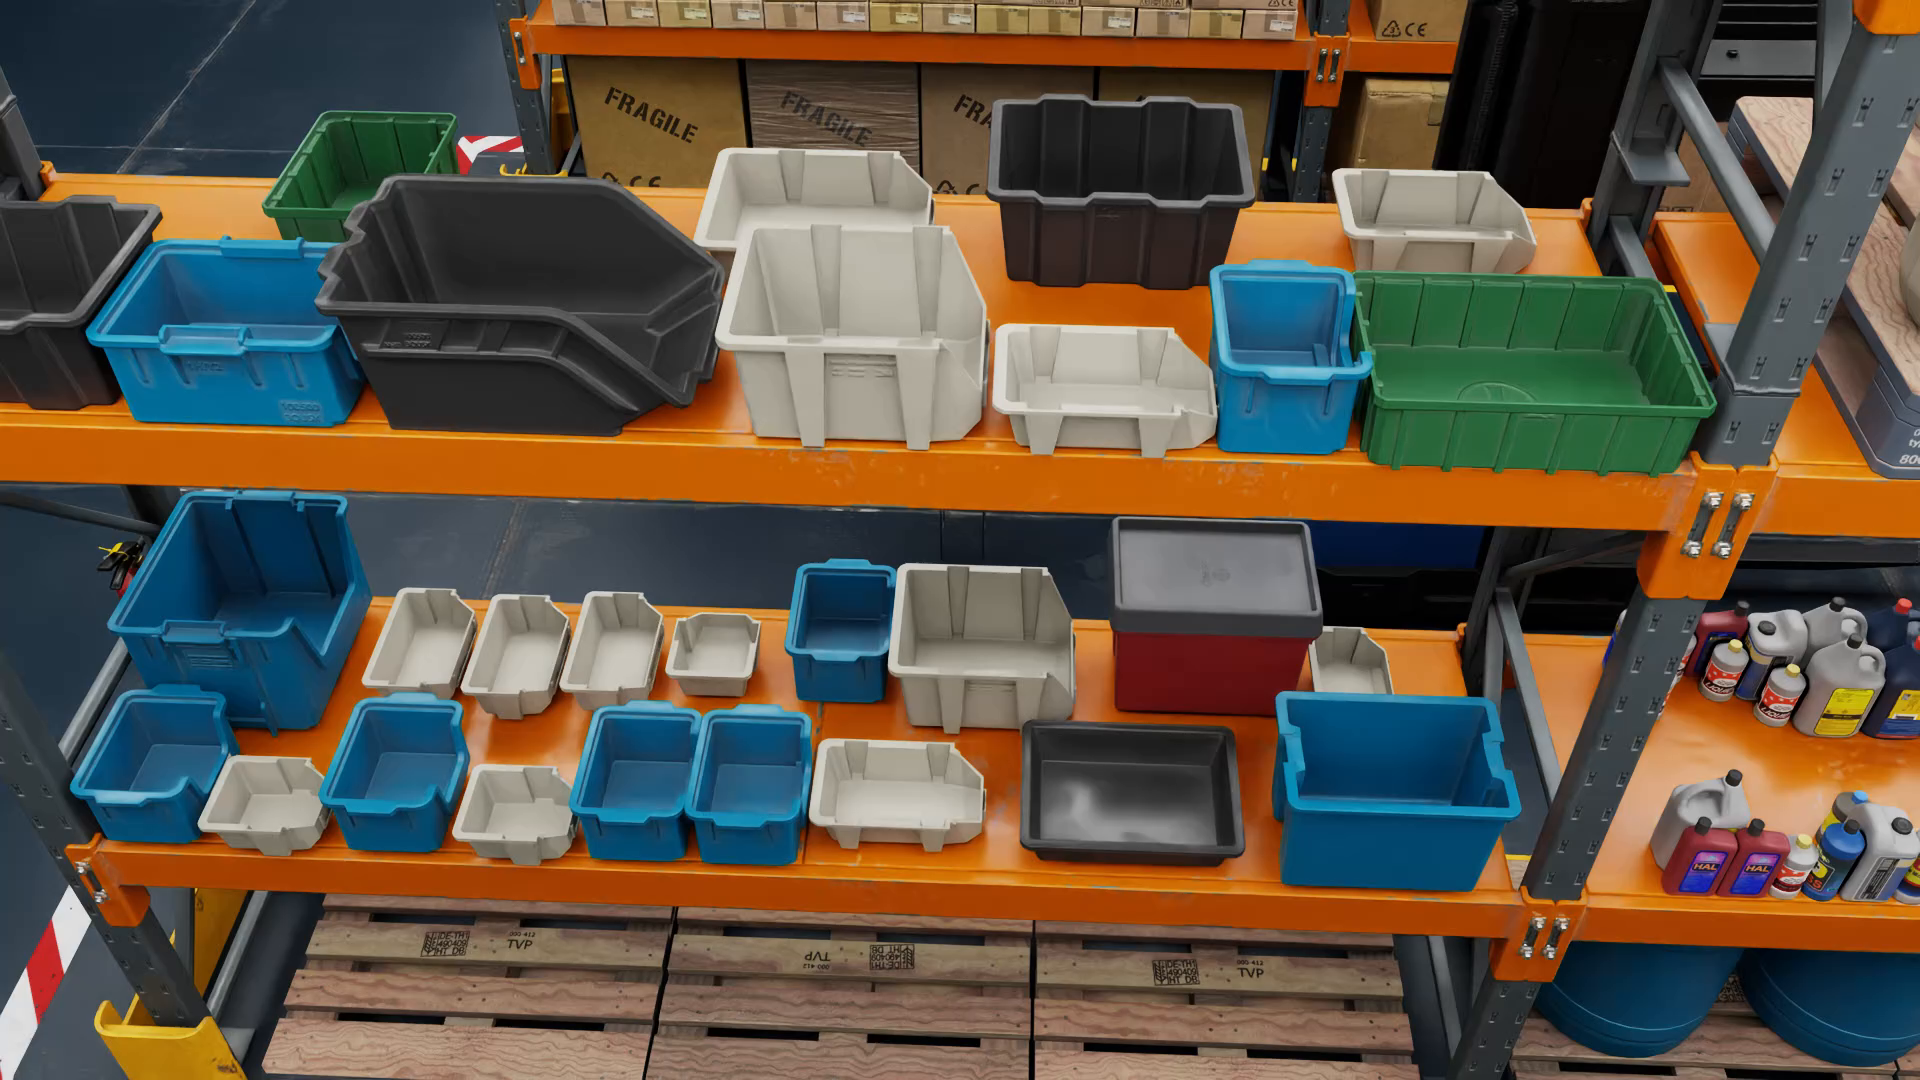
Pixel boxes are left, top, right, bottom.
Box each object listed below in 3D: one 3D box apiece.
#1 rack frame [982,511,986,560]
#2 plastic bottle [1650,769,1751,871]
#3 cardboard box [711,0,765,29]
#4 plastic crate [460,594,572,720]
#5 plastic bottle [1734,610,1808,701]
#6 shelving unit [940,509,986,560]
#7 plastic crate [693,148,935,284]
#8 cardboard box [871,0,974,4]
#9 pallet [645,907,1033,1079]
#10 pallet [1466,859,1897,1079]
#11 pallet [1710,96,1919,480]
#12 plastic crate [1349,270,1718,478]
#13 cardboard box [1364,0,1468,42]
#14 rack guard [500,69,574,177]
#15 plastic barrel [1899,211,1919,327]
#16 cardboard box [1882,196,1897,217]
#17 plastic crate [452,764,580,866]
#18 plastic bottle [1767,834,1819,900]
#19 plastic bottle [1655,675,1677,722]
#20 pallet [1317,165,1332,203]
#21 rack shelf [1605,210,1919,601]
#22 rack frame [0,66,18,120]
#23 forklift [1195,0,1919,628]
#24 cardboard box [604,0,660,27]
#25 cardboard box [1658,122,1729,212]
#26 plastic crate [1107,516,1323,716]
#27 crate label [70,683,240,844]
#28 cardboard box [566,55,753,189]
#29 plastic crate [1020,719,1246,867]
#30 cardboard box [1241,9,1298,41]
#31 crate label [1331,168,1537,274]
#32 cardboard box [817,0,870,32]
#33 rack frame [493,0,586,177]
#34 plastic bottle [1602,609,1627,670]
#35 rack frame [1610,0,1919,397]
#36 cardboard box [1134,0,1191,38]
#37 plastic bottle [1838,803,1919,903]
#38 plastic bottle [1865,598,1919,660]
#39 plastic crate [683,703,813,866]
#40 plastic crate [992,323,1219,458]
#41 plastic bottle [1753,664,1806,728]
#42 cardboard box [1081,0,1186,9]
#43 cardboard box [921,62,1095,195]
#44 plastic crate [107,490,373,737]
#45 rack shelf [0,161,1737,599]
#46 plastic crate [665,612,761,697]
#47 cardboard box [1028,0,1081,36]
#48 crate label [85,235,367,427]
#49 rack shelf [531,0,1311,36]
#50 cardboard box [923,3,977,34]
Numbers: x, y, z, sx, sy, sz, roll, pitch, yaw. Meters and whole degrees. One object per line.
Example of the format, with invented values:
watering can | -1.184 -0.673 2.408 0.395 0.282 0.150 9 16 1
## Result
rack frame | 0.106 -0.436 6.923 0.006 1.200 0.240 2 43 2
plastic bottle | 1.968 0.729 4.388 0.185 0.351 0.144 2 43 2
cardboard box | -1.070 -2.668 8.183 0.250 0.149 0.380 1 43 1
plastic crate | -1.294 0.350 4.908 0.243 0.136 0.396 2 43 2
plastic bottle | 2.364 0.327 4.875 0.135 0.276 0.152 2 43 2
shelving unit | 0.014 -0.439 6.926 0.189 1.200 0.258 2 43 2
plastic crate | -0.330 -0.751 3.934 0.530 0.136 0.437 2 43 2
cardboard box | -0.172 -2.831 8.065 0.500 0.250 0.500 1 43 1
pallet | -0.368 1.467 5.606 1.213 0.211 1.003 2 43 2
pallet | 2.359 1.551 5.516 1.213 0.211 1.003 2 43 2
pallet | 2.378 -0.593 3.709 1.003 0.211 1.213 2 43 2
plastic crate | 1.154 -0.349 3.464 0.662 0.188 0.450 2 43 2
cardboard box | 2.262 -2.747 8.010 0.500 0.500 0.500 2 43 2
rack guard | -2.206 -2.103 9.226 0.348 0.500 1.175 2 43 2
plastic barrel | 2.105 -0.636 3.209 0.433 0.535 0.433 0 43 0
cardboard box | 5.121 -2.183 8.729 0.875 0.875 1.225 0 43 0
plastic crate | -1.179 0.749 4.480 0.298 0.136 0.250 2 43 2
plastic bottle | 2.187 0.848 4.370 0.097 0.201 0.097 0 43 0
plastic bottle | 2.012 0.428 4.821 0.097 0.201 0.097 0 43 0
pallet | 2.588 -1.902 9.222 1.213 0.211 1.003 2 43 2
rack shelf | 3.589 -0.295 3.778 4.000 0.370 1.077 2 43 2
rack frame | -2.405 -1.840 2.708 0.127 3.000 1.000 2 43 2
forklift | 2.552 -1.072 6.336 3.031 2.935 1.130 1 43 1
cardboard box | -1.586 -2.683 8.199 0.250 0.149 0.380 1 43 1
cardboard box | 3.347 -2.238 8.788 0.875 0.875 1.225 0 43 0
plastic crate | 0.710 0.235 4.792 0.583 0.464 0.402 2 43 2
crate label | -2.174 0.627 4.541 0.303 0.233 0.416 2 43 2
cardboard box | -1.539 -2.428 8.992 0.875 0.875 0.875 2 43 2
plastic crate | 0.460 0.706 4.535 0.590 0.125 0.437 2 43 2
cardboard box | 1.494 -2.589 8.098 0.250 0.149 0.380 2 43 2
crate label | 1.115 -0.735 3.916 0.466 0.136 0.293 2 43 2
cardboard box | -0.558 -2.652 8.166 0.250 0.149 0.380 1 43 1
rack frame | -2.182 -3.017 8.374 0.127 3.000 1.000 2 43 2
plastic bottle | 1.999 0.316 4.887 0.135 0.276 0.152 2 43 2
rack frame | 1.591 -1.717 2.576 0.127 3.000 1.000 2 43 2
cardboard box | 0.981 -2.605 8.115 0.250 0.149 0.380 1 43 1
plastic bottle | 2.401 0.809 4.358 0.135 0.276 0.152 2 43 2
plastic bottle | 2.708 0.307 4.841 0.185 0.351 0.144 2 43 2
plastic crate | -0.558 0.676 4.488 0.300 0.233 0.416 2 43 2
plastic crate | 0.303 -0.303 3.453 0.466 0.136 0.293 2 43 2
plastic bottle | 2.377 0.440 4.809 0.097 0.201 0.097 0 43 0
cardboard box | 0.844 -2.797 8.029 0.500 0.250 0.500 3 43 3
cardboard box | 0.259 -2.373 8.933 0.875 0.875 0.875 2 43 2
plastic crate | -2.062 0.204 4.846 0.499 0.435 0.616 2 43 2
rack shelf | -0.407 -0.417 3.910 4.000 0.370 1.077 2 43 2
plastic crate | -0.718 0.339 4.920 0.250 0.136 0.298 2 43 2
cardboard box | 0.466 -2.620 8.132 0.250 0.149 0.380 3 43 3
crate label | -1.498 -0.439 3.515 0.502 0.251 0.408 2 43 2
rack shelf | -0.184 -2.764 8.486 3.809 0.124 0.919 2 43 2
cardboard box | -0.044 -2.637 8.149 0.250 0.149 0.380 2 43 3
